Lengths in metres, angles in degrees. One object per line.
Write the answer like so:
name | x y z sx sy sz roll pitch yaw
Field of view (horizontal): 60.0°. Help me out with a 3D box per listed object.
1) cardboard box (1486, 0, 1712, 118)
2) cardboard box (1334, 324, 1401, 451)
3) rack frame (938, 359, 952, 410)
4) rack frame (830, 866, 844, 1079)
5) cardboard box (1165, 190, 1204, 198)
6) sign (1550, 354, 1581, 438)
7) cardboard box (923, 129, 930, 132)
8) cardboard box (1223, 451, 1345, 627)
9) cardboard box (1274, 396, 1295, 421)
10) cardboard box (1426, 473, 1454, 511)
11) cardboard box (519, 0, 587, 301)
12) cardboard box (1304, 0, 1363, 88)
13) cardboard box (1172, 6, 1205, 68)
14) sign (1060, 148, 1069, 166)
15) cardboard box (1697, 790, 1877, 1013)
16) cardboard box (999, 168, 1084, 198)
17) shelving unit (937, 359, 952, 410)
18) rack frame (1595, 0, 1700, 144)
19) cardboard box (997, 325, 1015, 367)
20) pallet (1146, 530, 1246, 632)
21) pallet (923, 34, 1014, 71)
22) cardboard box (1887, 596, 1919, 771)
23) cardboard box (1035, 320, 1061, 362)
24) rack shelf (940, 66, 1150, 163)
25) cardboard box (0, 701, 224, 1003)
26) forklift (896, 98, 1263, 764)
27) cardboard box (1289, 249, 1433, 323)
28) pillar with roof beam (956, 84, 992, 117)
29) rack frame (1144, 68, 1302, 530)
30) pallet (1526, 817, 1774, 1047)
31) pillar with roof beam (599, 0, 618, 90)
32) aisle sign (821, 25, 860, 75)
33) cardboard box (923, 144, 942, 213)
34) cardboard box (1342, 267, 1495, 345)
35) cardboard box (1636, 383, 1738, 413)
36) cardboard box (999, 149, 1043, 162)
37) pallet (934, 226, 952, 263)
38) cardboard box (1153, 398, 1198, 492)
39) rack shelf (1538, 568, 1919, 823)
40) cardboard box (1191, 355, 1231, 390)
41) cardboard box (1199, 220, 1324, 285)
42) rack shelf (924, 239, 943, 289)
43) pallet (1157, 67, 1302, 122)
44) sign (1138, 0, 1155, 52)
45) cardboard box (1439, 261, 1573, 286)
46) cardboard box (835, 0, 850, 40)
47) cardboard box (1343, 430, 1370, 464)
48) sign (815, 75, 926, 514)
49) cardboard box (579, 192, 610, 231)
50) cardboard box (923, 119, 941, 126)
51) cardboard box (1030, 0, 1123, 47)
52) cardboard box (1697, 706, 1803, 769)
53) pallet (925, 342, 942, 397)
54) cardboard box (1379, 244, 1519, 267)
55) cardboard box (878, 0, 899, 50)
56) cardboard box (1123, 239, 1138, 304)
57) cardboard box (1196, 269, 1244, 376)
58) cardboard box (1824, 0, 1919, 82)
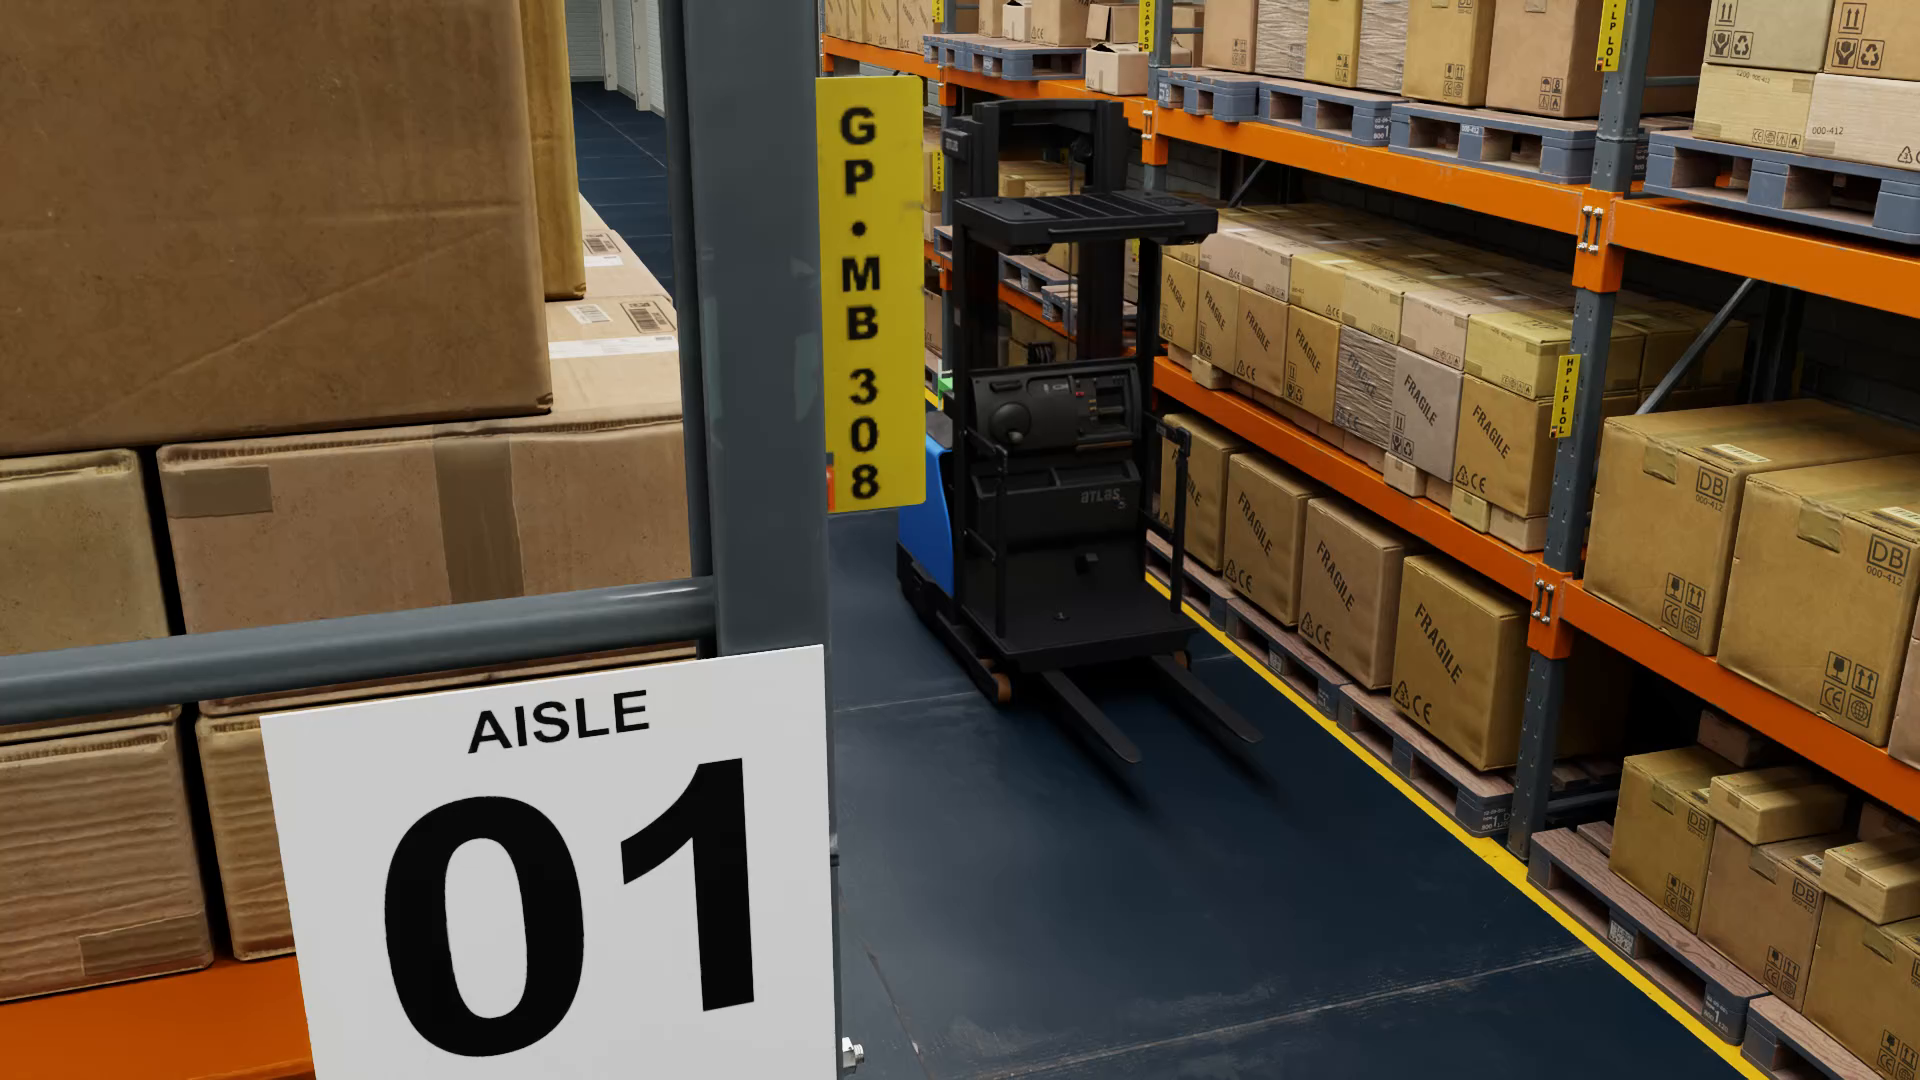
cardboard box | 2.682 -2.068 7.000 0.700 0.500 0.500 -8 21 -20
cardboard box | 2.150 -0.750 7.951 0.500 0.500 0.500 -6 21 -17
rack frame | -0.025 -0.590 10.784 0.240 1.200 0.015 -6 21 -17
rack frame | -0.590 1.703 1.737 1.000 3.000 0.127 -6 21 -17
cardboard box | 1.345 -2.160 10.735 0.380 0.149 0.250 -10 22 -26
sign | 2.342 -0.555 6.428 0.100 0.325 0.005 -6 21 -17
cardboard box | -0.577 -3.575 15.515 0.500 0.500 0.500 -6 21 -16
cardboard box | 1.973 -0.046 9.165 0.750 0.750 0.750 -6 21 -17
cardboard box | 1.911 -0.742 8.888 0.380 0.149 0.250 -6 21 -16
cardboard box | 2.339 -0.244 7.500 0.380 0.149 0.250 -6 21 -16
cardboard box | -0.844 -0.559 1.970 0.700 0.500 0.500 -6 21 -17
cardboard box | 2.182 -2.564 8.383 0.700 0.500 0.500 -5 20 -14
cardboard box | 1.589 -3.115 10.537 0.500 0.500 0.500 -6 21 -17
sign | 0.865 -3.280 13.899 0.100 0.325 0.005 -6 21 -17
cardboard box | 3.147 1.283 5.983 0.700 0.500 0.500 -7 21 -18
cardboard box | 0.636 -2.582 12.869 0.700 0.500 0.500 -4 20 -12
shelving unit | 0.052 -0.512 10.566 0.258 1.200 0.503 -6 21 -17
rack frame | 2.854 -2.931 5.765 1.000 3.000 0.127 -6 21 -17
cardboard box | 0.587 -1.471 13.622 0.700 0.500 0.500 -6 21 -15
pallet | 1.773 0.182 10.098 1.003 0.211 1.213 -6 21 -17
pallet | 0.432 -3.789 12.868 1.213 0.211 1.003 -6 21 -17
cardboard box | 3.471 0.394 4.938 0.980 0.700 0.700 -7 21 -20
cardboard box | 0.895 -1.517 12.639 0.500 0.250 0.500 -7 21 -19
rack shelf | 0.968 -3.106 11.755 1.077 0.370 4.000 -6 21 -17
cardboard box | -1.002 0.225 1.636 0.500 0.250 0.500 -6 21 -17
forklift | 0.584 -0.687 8.494 1.130 2.935 3.031 -7 21 -18
cardboard box | 1.992 -1.272 8.294 0.500 0.250 0.500 -7 21 -18
pillar with roof beam | -3.963 -6.192 14.844 9.100 9.000 0.400 -6 21 -17
rack frame | 1.597 -1.391 10.353 1.000 3.000 0.127 -6 21 -17
pallet | 3.019 1.457 6.548 1.003 0.211 1.213 -6 21 -17
pillar with roof beam | -13.393 -15.819 41.647 9.100 9.000 0.400 -6 21 -17
aisle sign | -1.225 -5.173 17.037 0.394 0.787 0.004 -6 21 -17
cardboard box | -0.103 -3.086 14.153 0.500 0.500 0.500 -6 21 -17
cardboard box | 2.153 -1.109 7.839 0.500 0.250 0.500 -6 21 -16
cardboard box | 2.949 -0.479 7.194 0.500 0.500 0.500 -7 21 -19
cardboard box | 0.390 -3.140 14.304 0.500 0.500 0.500 -7 21 -18
pallet | 0.442 -2.324 13.233 1.003 0.211 1.213 -6 21 -17
cardboard box | 1.321 -0.648 11.329 0.700 0.500 0.500 -6 21 -16
rack shelf | 3.483 0.873 5.114 1.077 0.370 4.000 -6 21 -17
cardboard box | 1.555 -0.976 9.539 0.380 0.149 0.250 -6 21 -16
cardboard box | 1.664 -1.595 9.194 0.500 0.250 0.500 -7 21 -18
rack shelf | -0.289 -2.978 15.835 1.077 0.370 4.000 -6 21 -17
pallet | 1.850 -2.513 9.318 1.213 0.211 1.003 -5 20 -15
sign | 1.081 -2.989 9.600 0.100 0.325 0.005 -6 21 -17
cardboard box | 2.624 -1.160 7.982 0.500 0.250 0.500 -7 21 -19
cardboard box | -0.915 -5.117 16.110 0.500 0.500 0.500 -5 20 -14
cardboard box | 2.121 -0.490 8.185 0.380 0.149 0.250 -7 21 -19
sign | -0.075 -0.177 1.243 0.100 0.325 0.005 -6 21 -17
cardboard box | -0.818 -0.387 2.600 0.500 0.250 0.500 -6 21 -17
cardboard box | -0.252 -3.794 16.124 0.500 0.500 0.500 -7 21 -19
cardboard box | 0.823 -3.752 11.718 0.500 0.500 0.500 -7 21 -19
cardboard box | 3.135 0.749 6.511 0.380 0.149 0.250 -7 21 -18
pallet | 0.095 -1.575 14.988 1.003 0.211 1.213 -6 21 -17
cardboard box | 2.464 -1.328 8.449 0.500 0.250 0.500 -7 21 -18
cardboard box | -0.411 -4.617 14.717 0.500 0.500 0.500 -7 21 -19
cardboard box | 1.440 -1.795 10.679 0.700 0.500 0.500 -9 22 -24
cardboard box | 1.662 -1.236 9.302 0.500 0.500 0.500 -6 21 -15
cardboard box | 2.979 -1.624 4.906 0.500 0.500 0.500 -7 21 -18
